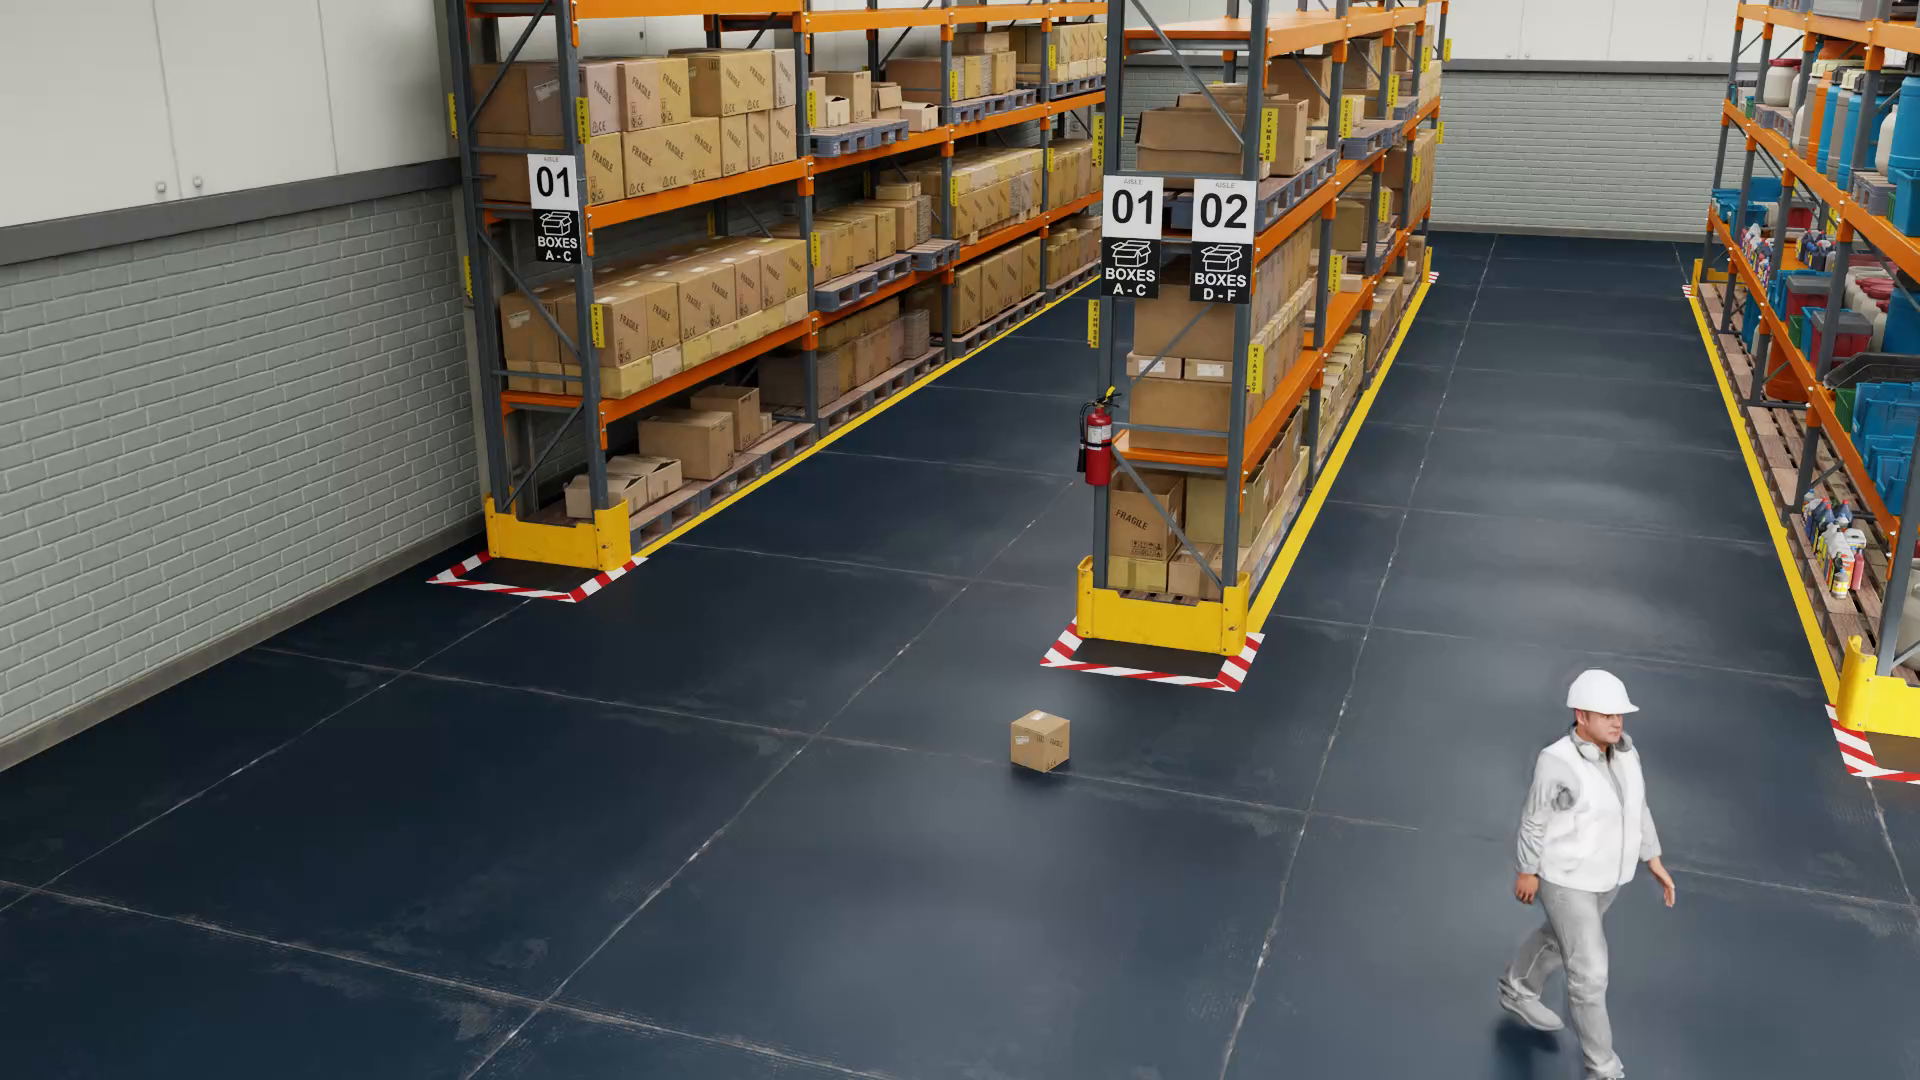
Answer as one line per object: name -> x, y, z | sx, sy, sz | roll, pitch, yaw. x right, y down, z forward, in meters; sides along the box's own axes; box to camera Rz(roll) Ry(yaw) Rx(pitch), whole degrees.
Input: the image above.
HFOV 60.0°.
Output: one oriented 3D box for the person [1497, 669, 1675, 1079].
person -> 2.641, 1.388, 6.831 | 0.559, 1.744, 0.913 | -11, 21, -29
